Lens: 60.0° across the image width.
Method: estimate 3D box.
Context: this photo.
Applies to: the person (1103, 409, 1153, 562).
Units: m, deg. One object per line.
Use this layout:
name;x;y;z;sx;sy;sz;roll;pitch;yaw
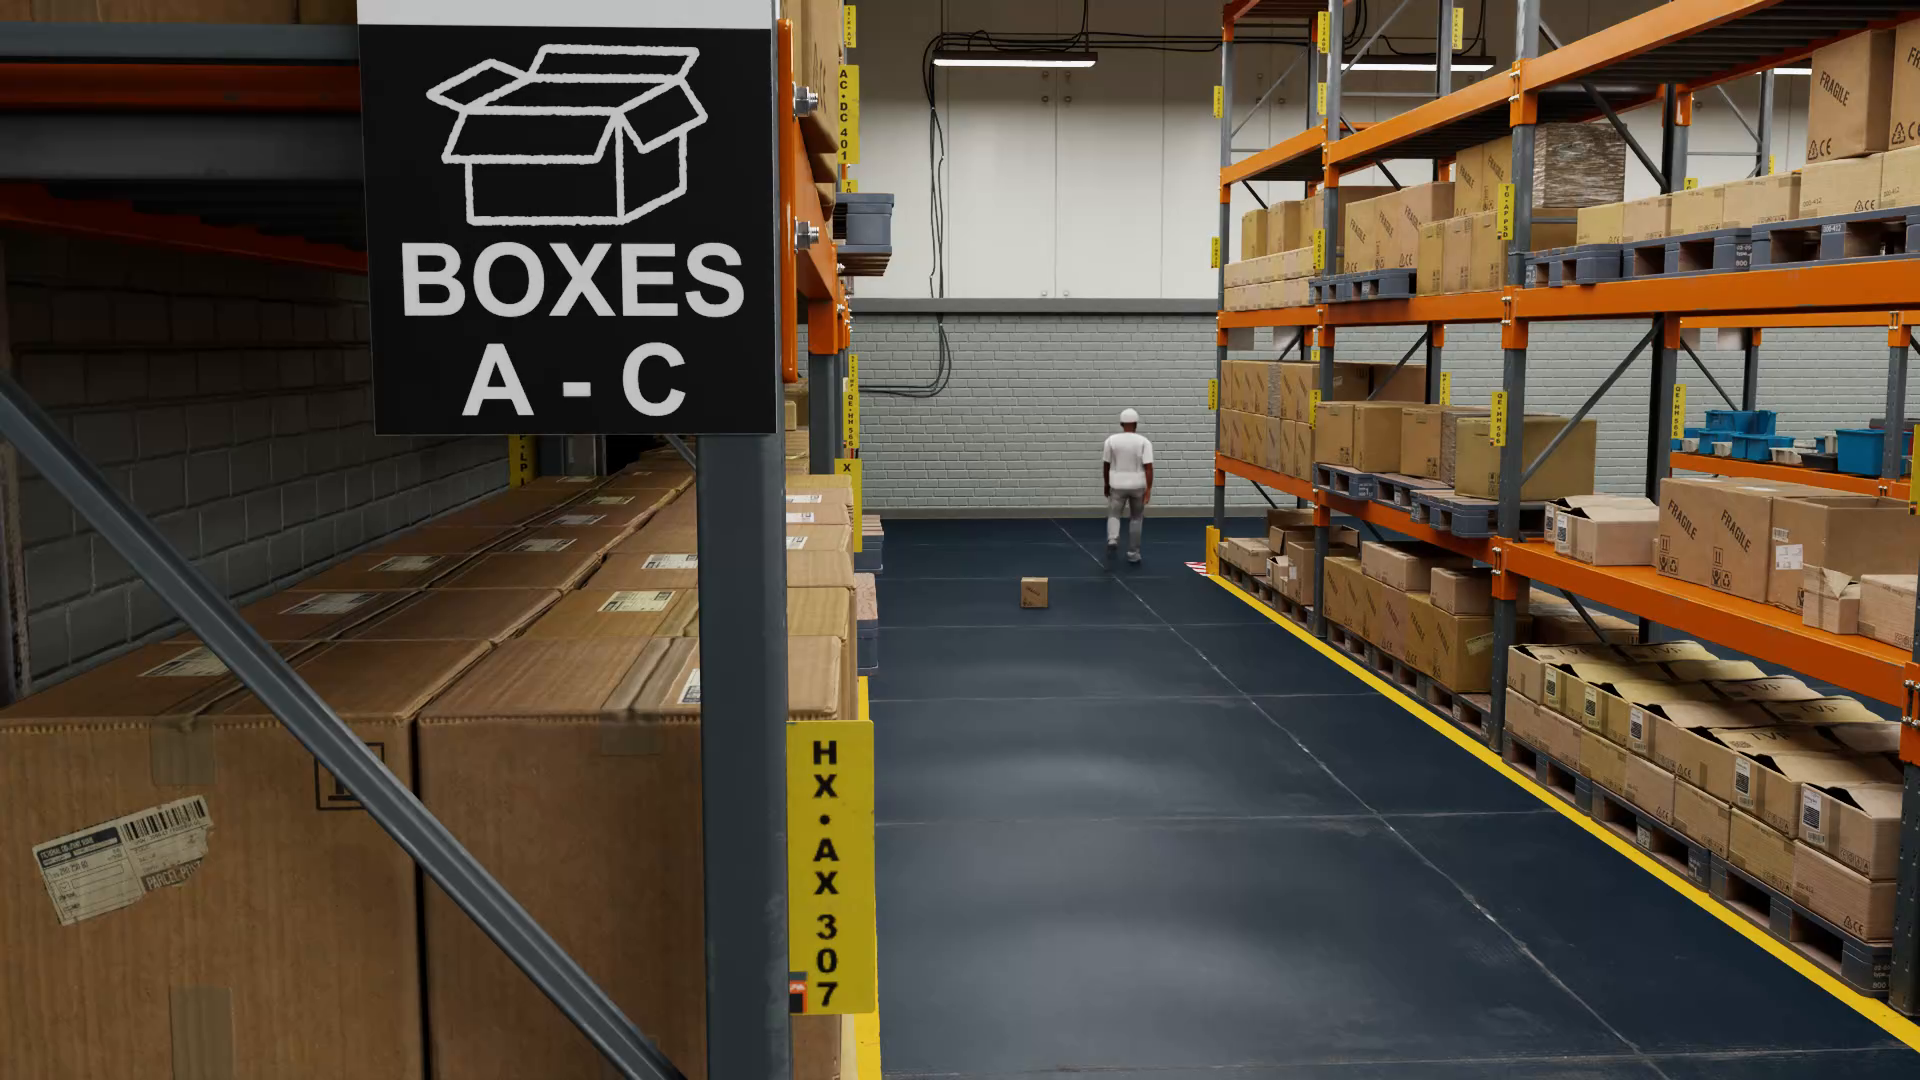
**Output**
person;1.878;-0.597;18.591;0.569;1.739;0.842;1;7;11
